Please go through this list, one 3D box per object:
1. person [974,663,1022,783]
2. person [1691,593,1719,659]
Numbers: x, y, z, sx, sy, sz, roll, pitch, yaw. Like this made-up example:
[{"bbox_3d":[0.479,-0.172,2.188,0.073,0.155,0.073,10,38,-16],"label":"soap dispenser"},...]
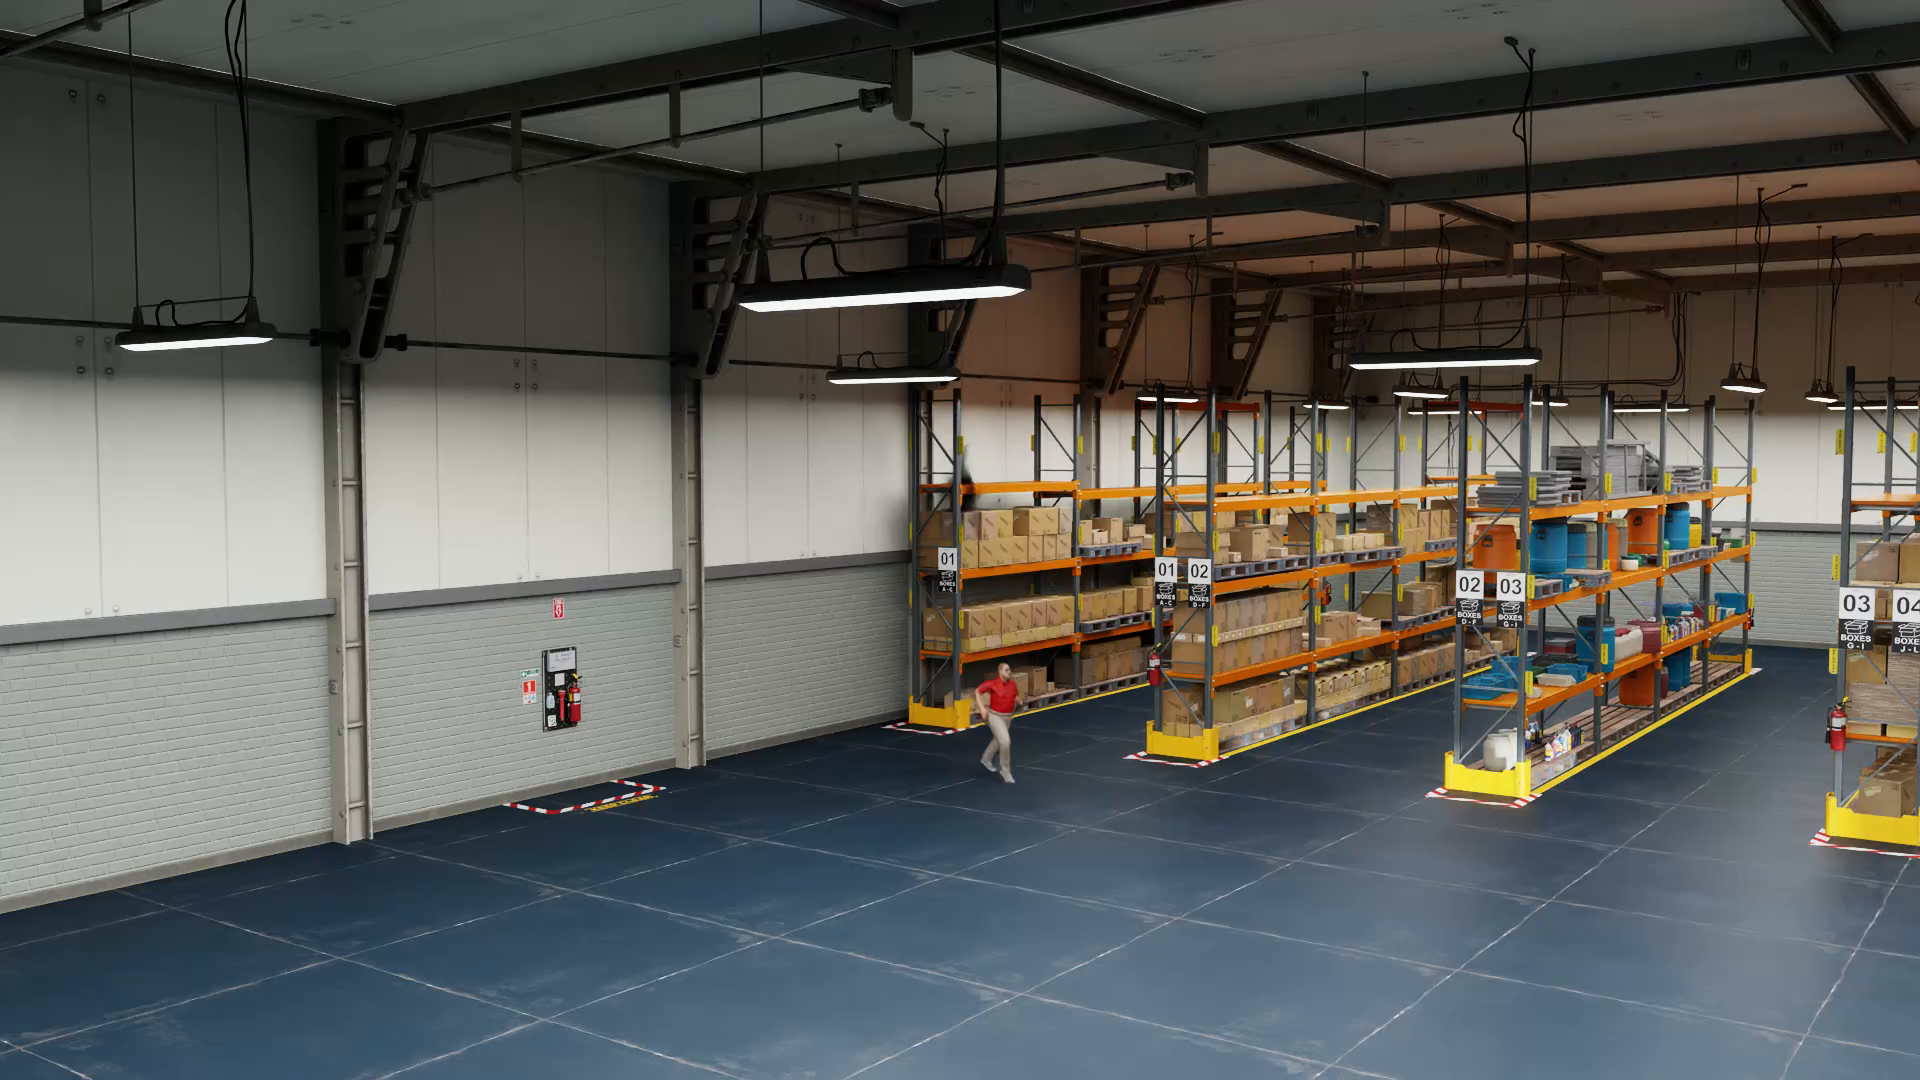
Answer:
[{"bbox_3d":[0.558,2.729,24.947,0.699,1.787,0.906,-3,5,-44],"label":"person"},{"bbox_3d":[17.150,2.013,38.038,0.982,1.624,0.543,3,5,44],"label":"person"}]
